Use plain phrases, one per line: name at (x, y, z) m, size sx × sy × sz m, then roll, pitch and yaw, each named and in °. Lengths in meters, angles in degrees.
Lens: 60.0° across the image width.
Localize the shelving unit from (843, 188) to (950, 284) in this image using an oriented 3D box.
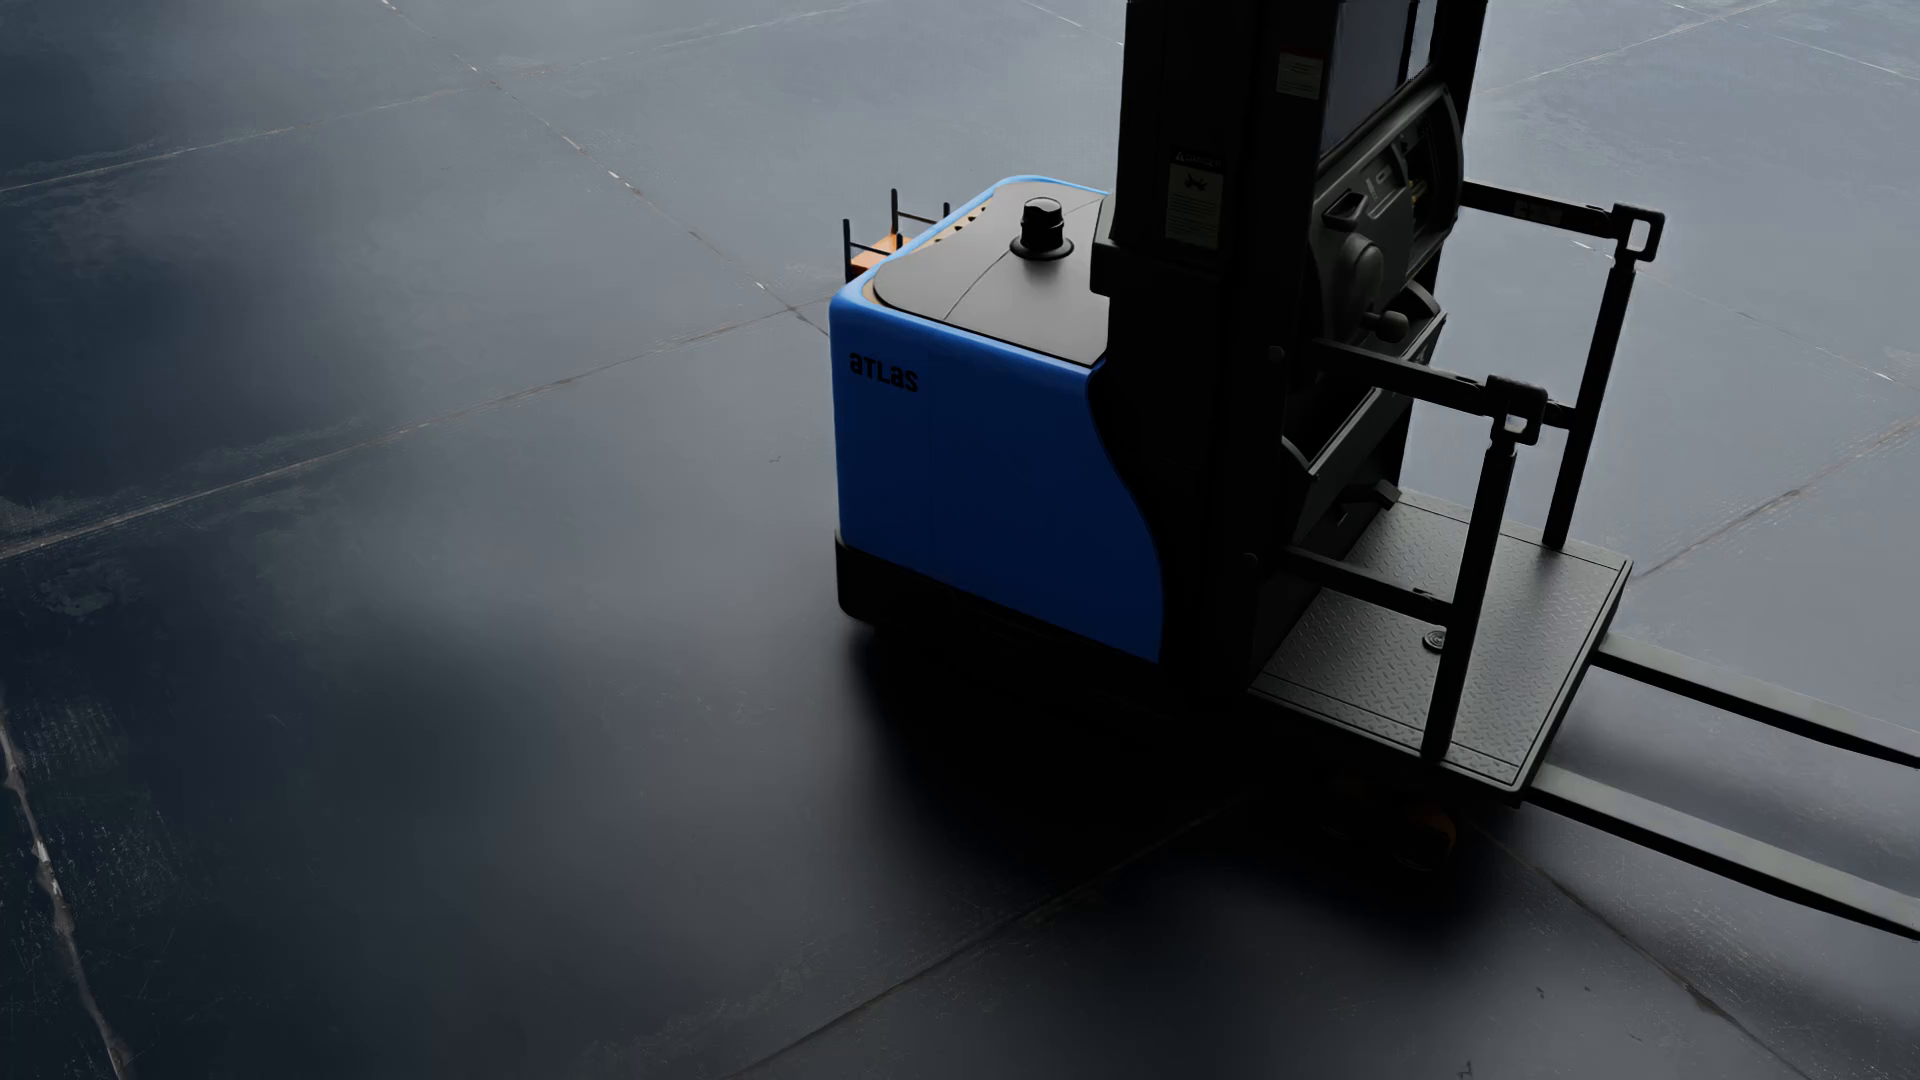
shelving unit at (-0.180, -0.515, 5.067) m, size 0.215 × 1.050 × 0.252 m, roll 20°, pitch 40°, yaw 26°

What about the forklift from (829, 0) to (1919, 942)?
forklift at (1.164, -0.730, 3.754) m, size 3.031 × 2.935 × 1.130 m, roll 20°, pitch 40°, yaw 26°

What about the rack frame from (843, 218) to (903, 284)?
rack frame at (-0.245, -0.455, 4.983) m, size 0.200 × 1.050 × 0.008 m, roll 20°, pitch 40°, yaw 26°

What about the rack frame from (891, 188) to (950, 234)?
rack frame at (-0.115, -0.576, 5.151) m, size 0.200 × 1.050 × 0.008 m, roll 20°, pitch 40°, yaw 26°

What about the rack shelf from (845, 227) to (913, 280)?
rack shelf at (-0.181, -0.737, 4.908) m, size 0.215 × 0.259 × 0.240 m, roll 20°, pitch 40°, yaw 26°
